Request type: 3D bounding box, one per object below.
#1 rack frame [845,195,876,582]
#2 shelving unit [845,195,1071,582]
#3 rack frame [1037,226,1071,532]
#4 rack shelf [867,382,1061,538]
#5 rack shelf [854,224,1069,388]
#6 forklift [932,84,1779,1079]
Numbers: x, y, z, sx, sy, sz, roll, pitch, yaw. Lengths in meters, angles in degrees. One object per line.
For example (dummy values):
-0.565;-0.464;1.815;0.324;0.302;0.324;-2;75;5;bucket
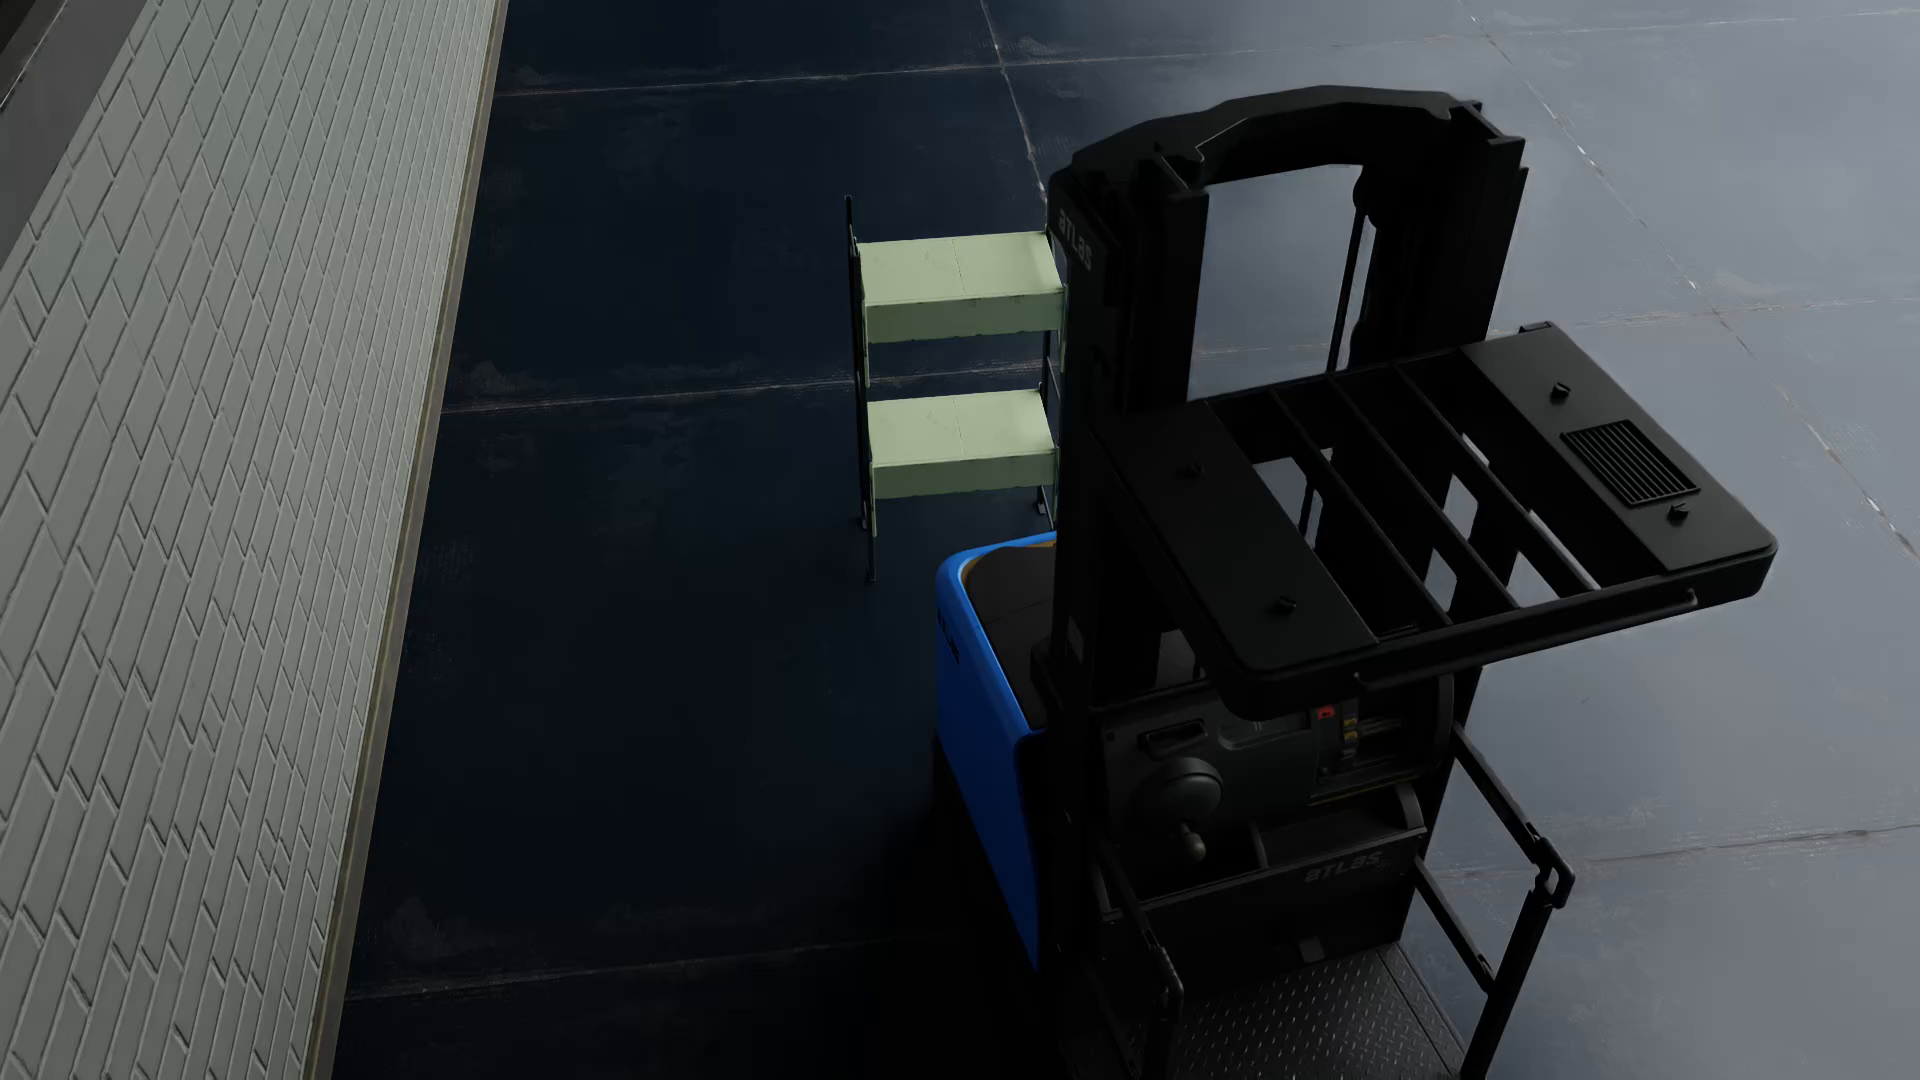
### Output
-0.370;-0.525;6.212;0.023;1.500;0.400;-5;42;-6;rack frame
-0.007;-0.556;6.247;0.755;1.500;0.431;-5;42;-6;shelving unit
0.356;-0.588;6.282;0.023;1.500;0.400;-5;42;-6;rack frame
-0.007;-0.314;6.465;0.720;0.370;0.431;-5;42;-6;rack shelf
-0.007;-0.846;5.986;0.720;0.370;0.431;-5;42;-6;rack shelf
0.848;0.597;3.900;1.130;2.935;3.031;-12;43;-13;forklift
